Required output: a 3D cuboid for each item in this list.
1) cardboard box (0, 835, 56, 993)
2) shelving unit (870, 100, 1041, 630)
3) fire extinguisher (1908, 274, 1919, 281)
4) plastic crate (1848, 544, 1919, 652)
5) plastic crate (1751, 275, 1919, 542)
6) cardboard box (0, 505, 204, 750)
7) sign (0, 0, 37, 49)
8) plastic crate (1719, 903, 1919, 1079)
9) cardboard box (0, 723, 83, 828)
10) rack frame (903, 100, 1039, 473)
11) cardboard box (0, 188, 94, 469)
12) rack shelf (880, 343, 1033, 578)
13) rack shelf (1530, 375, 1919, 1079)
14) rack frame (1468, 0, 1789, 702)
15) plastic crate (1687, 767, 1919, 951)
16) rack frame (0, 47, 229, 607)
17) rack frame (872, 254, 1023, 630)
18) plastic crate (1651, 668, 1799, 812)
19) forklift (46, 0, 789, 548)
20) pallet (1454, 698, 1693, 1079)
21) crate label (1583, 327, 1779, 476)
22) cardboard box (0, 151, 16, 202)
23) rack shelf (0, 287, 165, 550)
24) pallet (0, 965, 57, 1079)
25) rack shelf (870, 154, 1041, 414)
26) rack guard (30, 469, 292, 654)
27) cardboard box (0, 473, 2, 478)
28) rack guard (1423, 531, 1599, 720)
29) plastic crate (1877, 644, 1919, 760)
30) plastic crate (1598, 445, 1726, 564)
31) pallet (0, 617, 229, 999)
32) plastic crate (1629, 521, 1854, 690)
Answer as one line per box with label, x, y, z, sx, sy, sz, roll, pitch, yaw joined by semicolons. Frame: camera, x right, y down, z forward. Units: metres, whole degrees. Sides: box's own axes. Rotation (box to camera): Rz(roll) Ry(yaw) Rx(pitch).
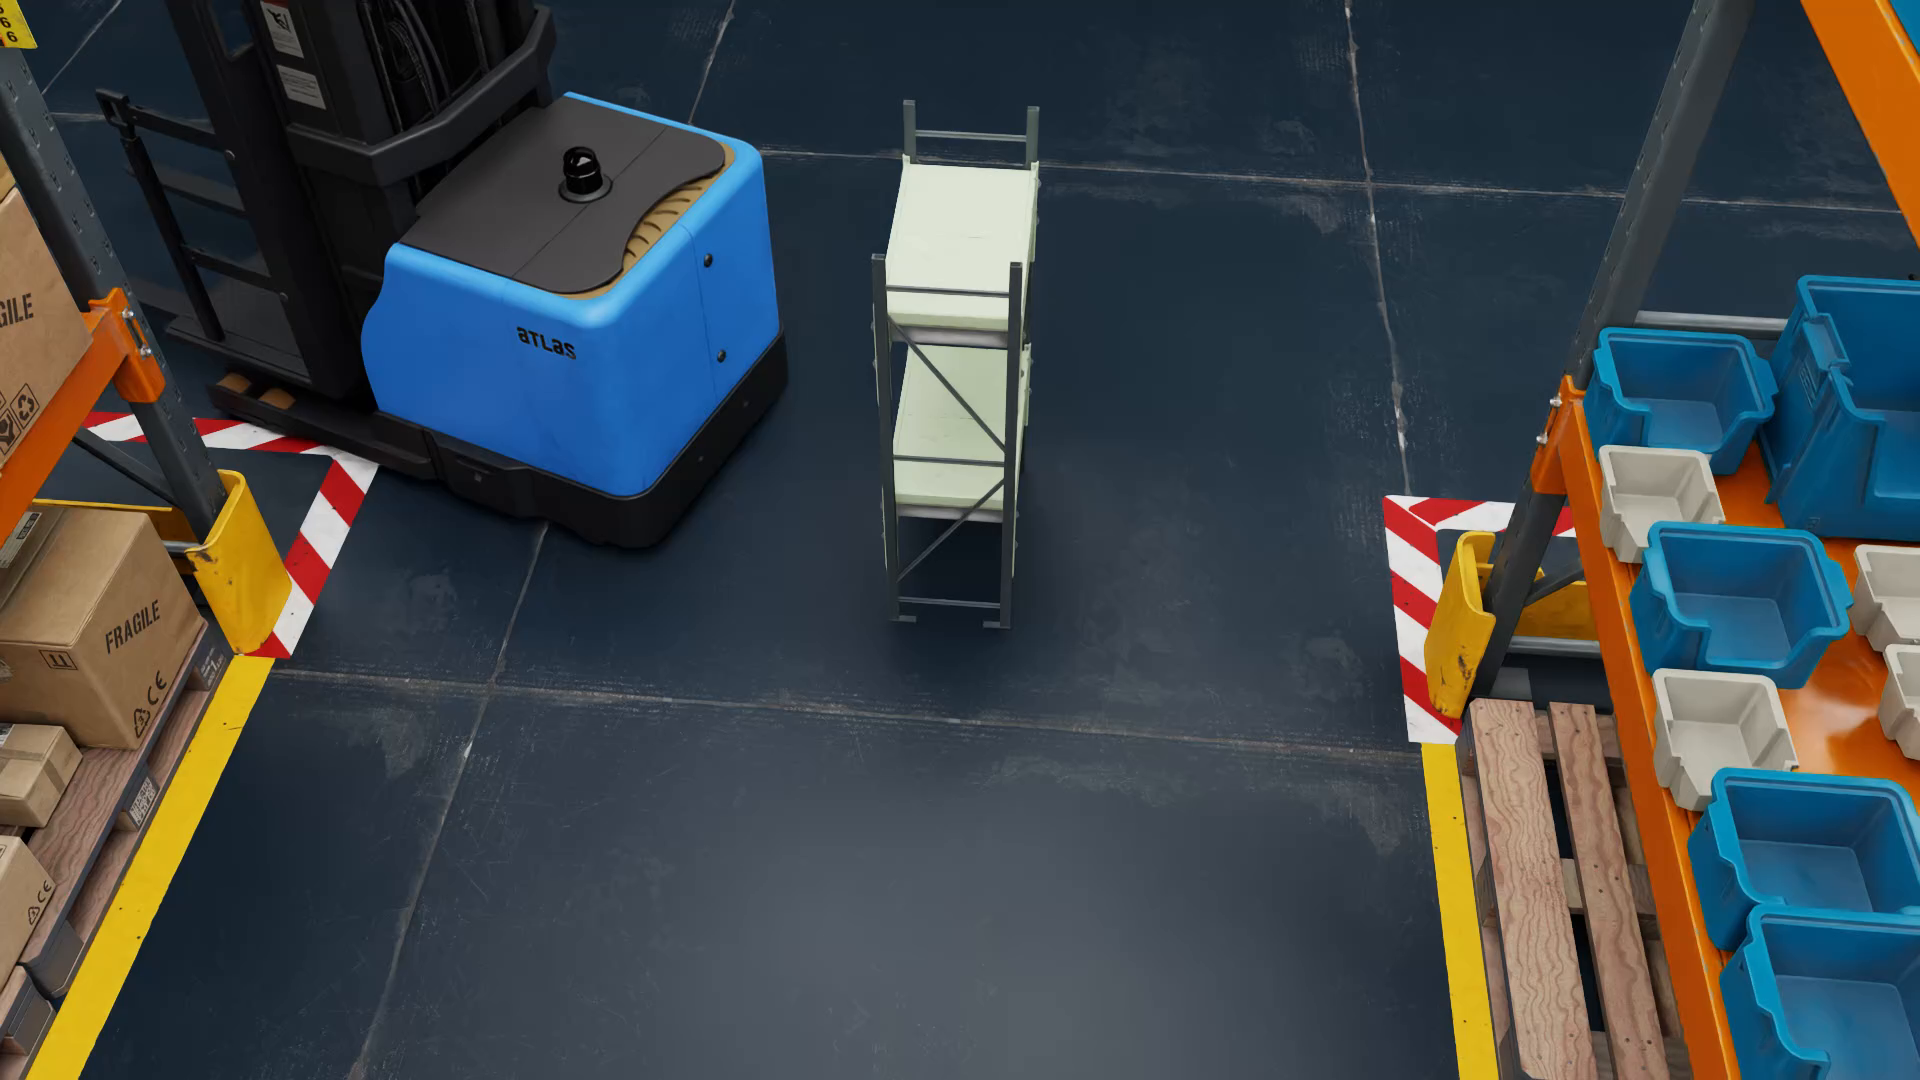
cardboard box;-2.756;1.033;4.338;0.500;0.250;0.500;4;48;4
shelving unit;-0.001;-0.501;5.192;0.431;1.500;0.755;4;48;4
fire extinguisher;2.563;-0.451;4.435;0.296;0.674;0.183;4;48;4
plastic crate;2.203;0.157;3.712;0.396;0.136;0.243;4;48;4
plastic crate;2.252;-0.297;3.924;0.616;0.435;0.499;4;48;4
cardboard box;-2.640;0.252;4.882;0.500;0.500;0.500;4;48;4
sign;-2.285;-1.304;3.911;0.100;0.325;0.005;4;48;4
plastic crate;1.599;0.861;3.003;0.416;0.233;0.300;4;48;4
cardboard box;-2.766;0.656;4.739;0.380;0.166;0.250;4;48;4
rack frame;0.033;-0.770;5.438;0.400;1.500;0.023;4;48;4
cardboard box;-2.605;-0.545;4.148;0.500;0.500;0.500;5;48;5
rack shelf;-0.001;-0.281;5.433;0.431;0.370;0.720;4;48;4
rack shelf;1.915;1.189;3.117;1.077;0.370;4.000;4;48;4
rack frame;2.097;-0.523;4.196;1.000;3.000;0.127;4;48;4
plastic crate;1.627;0.640;3.205;0.416;0.233;0.300;4;48;4
rack frame;-2.835;-0.859;4.503;1.000;3.000;0.127;4;48;4
rack frame;-0.034;-0.232;4.946;0.400;1.500;0.023;4;48;4
plastic crate;1.573;0.434;3.459;0.250;0.136;0.298;4;48;4
forklift;-2.197;-1.713;5.330;3.031;2.935;1.130;19;50;17
pallet;1.983;1.021;4.673;1.003;0.211;1.213;4;48;4
crate label;1.747;-0.328;4.090;0.416;0.233;0.303;4;48;4
cardboard box;-2.602;-0.885;3.781;0.500;0.500;0.500;3;48;3
rack shelf;-3.018;0.853;3.424;1.077;0.370;4.000;4;48;4
pallet;-3.028;1.618;4.127;1.003;0.211;1.213;4;48;4
rack shelf;-0.001;-0.765;4.904;0.431;0.370;0.720;4;48;4
rack guard;-2.842;0.040;5.374;1.175;0.500;0.348;4;48;4
cardboard box;-2.649;-0.164;3.799;0.500;0.500;0.500;4;48;4
rack guard;2.086;0.302;5.135;1.175;0.500;0.348;4;48;4
plastic crate;2.162;0.369;3.518;0.396;0.136;0.243;4;48;4
plastic crate;1.635;-0.065;3.915;0.250;0.136;0.298;4;48;4
pallet;-2.914;0.724;4.945;1.003;0.211;1.213;4;48;4
plastic crate;1.687;0.156;3.647;0.416;0.233;0.300;4;48;4
